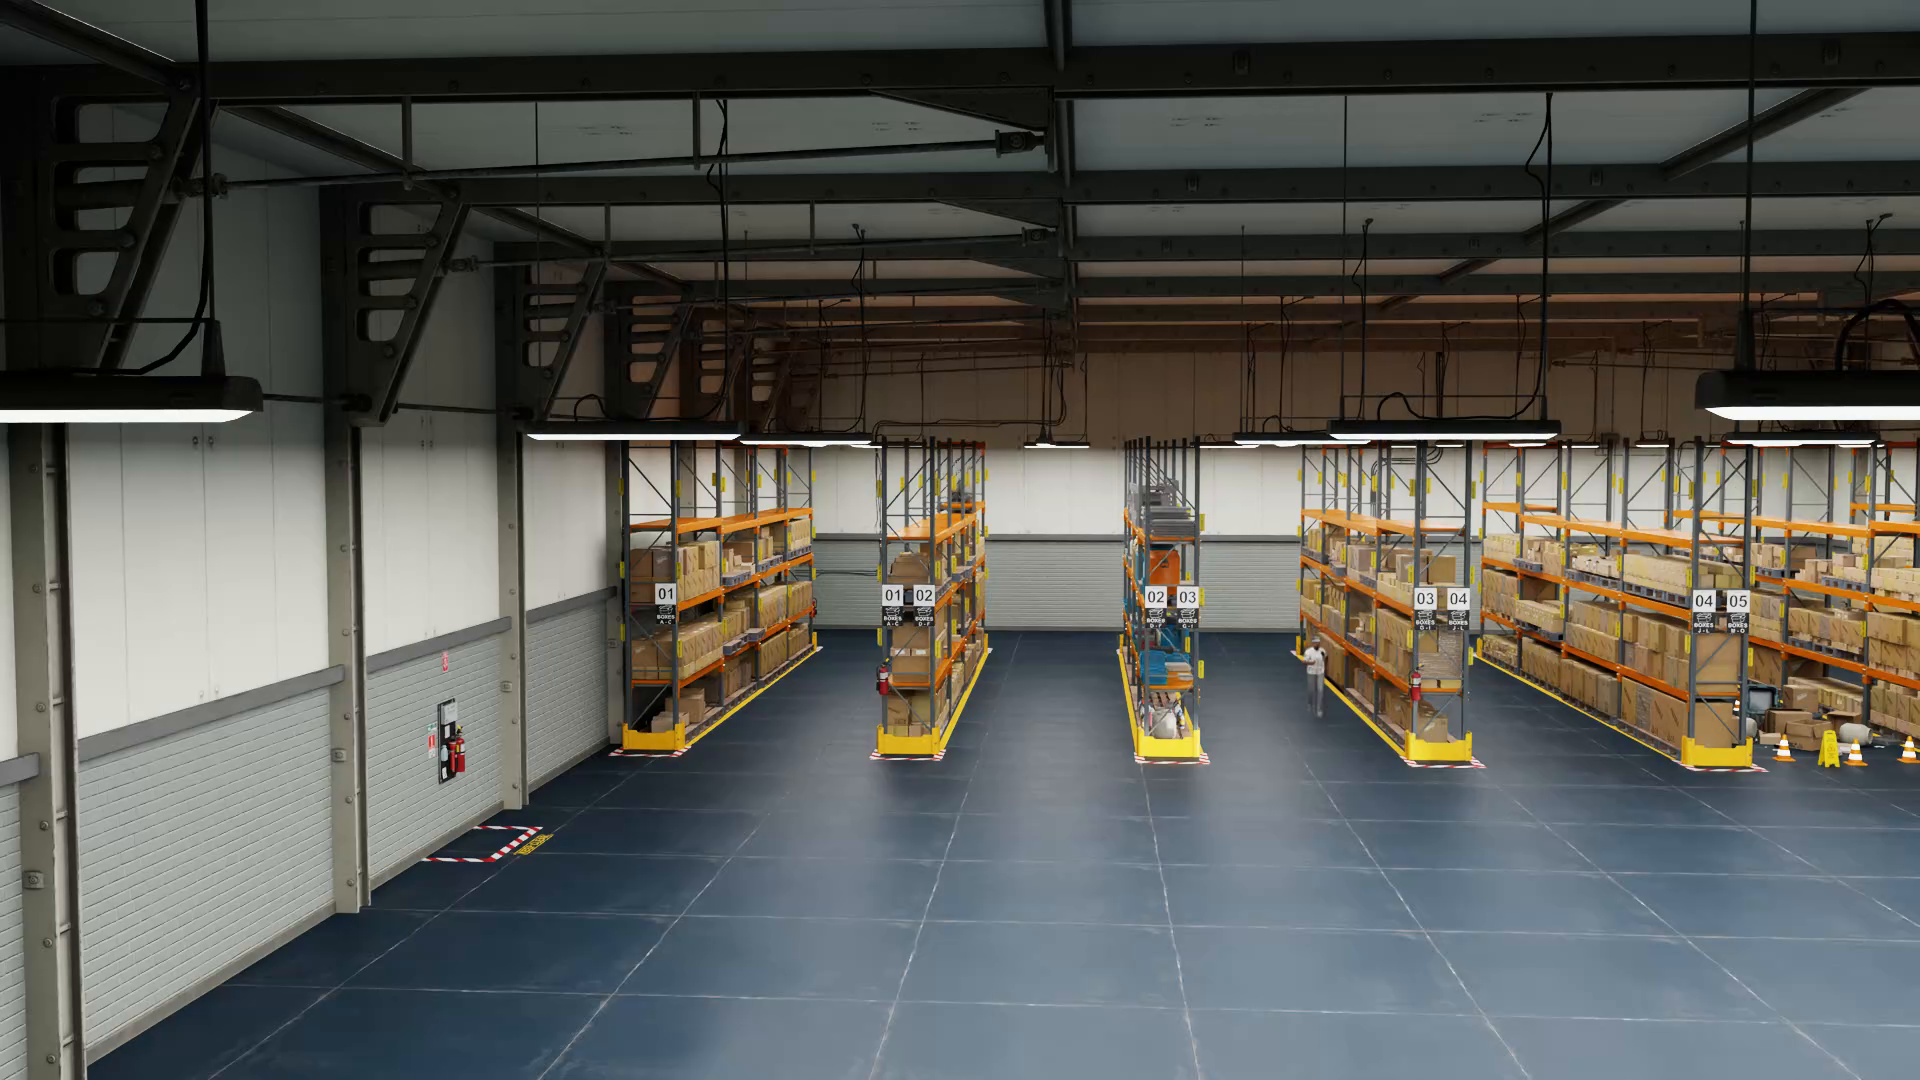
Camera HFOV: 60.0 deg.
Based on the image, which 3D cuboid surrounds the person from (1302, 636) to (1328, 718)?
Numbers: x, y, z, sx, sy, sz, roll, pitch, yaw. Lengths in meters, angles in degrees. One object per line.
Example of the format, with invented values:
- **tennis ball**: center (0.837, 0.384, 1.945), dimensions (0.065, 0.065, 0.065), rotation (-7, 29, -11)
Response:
- **person**: center (7.698, 2.929, 36.020), dimensions (0.579, 1.715, 0.856), rotation (0, 3, 6)

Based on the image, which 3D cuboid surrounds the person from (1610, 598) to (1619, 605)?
- **person**: center (18.694, 2.294, 47.478), dimensions (0.813, 1.842, 0.658), rotation (0, 3, 7)

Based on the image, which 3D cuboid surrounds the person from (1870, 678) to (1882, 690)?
- **person**: center (20.885, 2.840, 37.883), dimensions (0.624, 1.784, 0.758), rotation (0, 3, 7)

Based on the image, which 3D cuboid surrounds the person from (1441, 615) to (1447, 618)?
- **person**: center (13.604, 2.437, 46.831), dimensions (0.783, 1.607, 0.554), rotation (-3, 4, -42)
